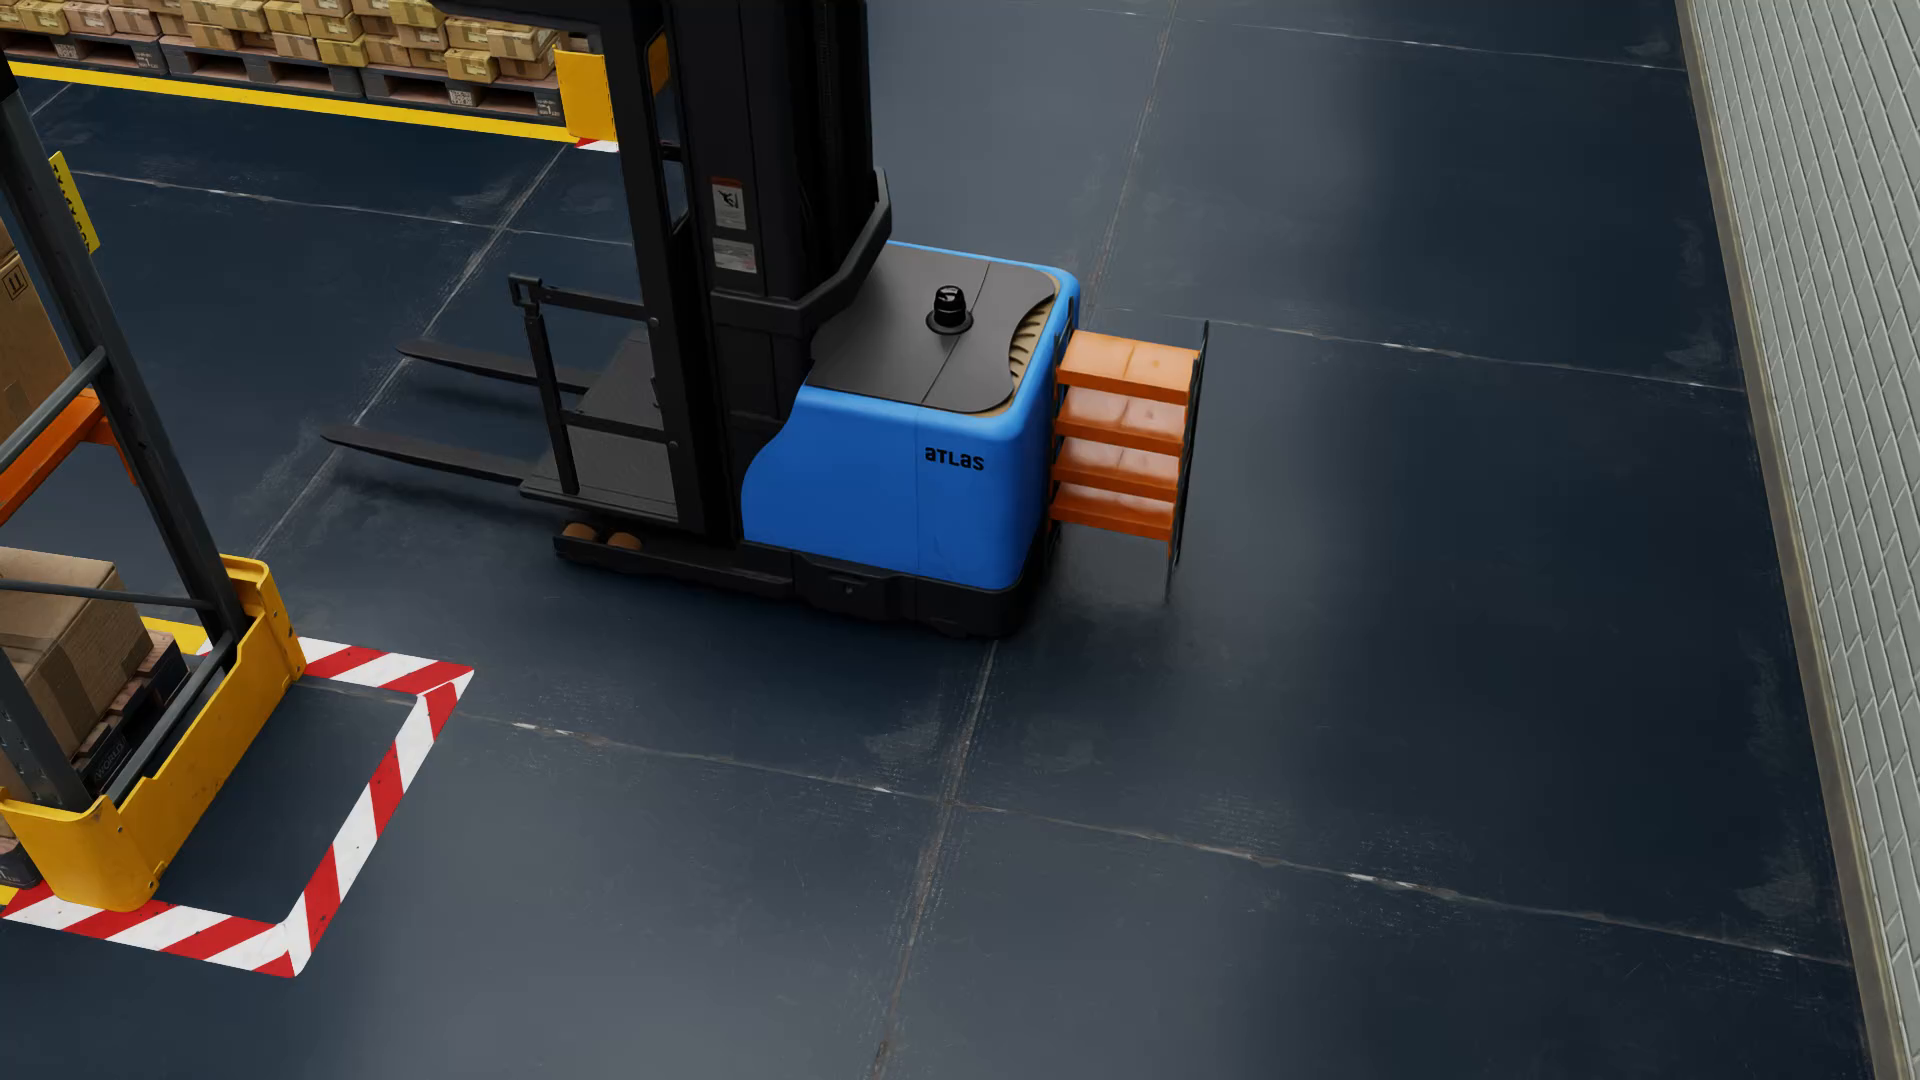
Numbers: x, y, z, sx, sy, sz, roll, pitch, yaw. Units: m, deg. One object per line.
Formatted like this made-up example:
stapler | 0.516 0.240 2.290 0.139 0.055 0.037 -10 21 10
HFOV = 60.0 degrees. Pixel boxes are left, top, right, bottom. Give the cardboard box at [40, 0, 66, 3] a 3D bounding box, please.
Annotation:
cardboard box | -5.135 -3.223 9.474 0.250 0.149 0.380 9 45 9

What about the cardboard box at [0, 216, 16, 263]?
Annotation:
cardboard box | -3.170 -0.932 4.762 0.500 0.500 0.500 8 44 8

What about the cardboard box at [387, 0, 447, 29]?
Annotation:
cardboard box | -2.867 -2.913 8.937 0.250 0.149 0.380 8 44 8

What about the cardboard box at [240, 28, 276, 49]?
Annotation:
cardboard box | -3.852 -2.936 9.390 0.250 0.149 0.380 10 45 10

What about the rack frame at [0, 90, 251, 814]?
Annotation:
rack frame | -2.764 -0.270 4.868 0.127 3.000 1.000 9 45 9

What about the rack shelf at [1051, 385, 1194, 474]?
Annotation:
rack shelf | 0.601 -0.421 6.097 0.480 0.148 0.258 11 45 12

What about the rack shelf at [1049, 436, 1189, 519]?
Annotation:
rack shelf | 0.601 -0.260 6.252 0.480 0.148 0.258 11 45 12

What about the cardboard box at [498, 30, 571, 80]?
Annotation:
cardboard box | -2.341 -2.698 9.143 0.250 0.149 0.380 10 45 10

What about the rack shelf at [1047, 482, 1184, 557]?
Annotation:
rack shelf | 0.601 -0.117 6.389 0.480 0.148 0.258 11 45 12

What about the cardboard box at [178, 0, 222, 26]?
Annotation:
cardboard box | -4.131 -3.029 9.273 0.250 0.149 0.380 9 45 9

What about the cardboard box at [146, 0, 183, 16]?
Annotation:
cardboard box | -4.363 -3.111 9.357 0.250 0.149 0.380 11 45 11

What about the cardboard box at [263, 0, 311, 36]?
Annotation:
cardboard box | -3.621 -2.952 9.193 0.250 0.149 0.380 11 45 11

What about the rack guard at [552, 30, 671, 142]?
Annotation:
rack guard | -1.856 -2.746 9.243 0.348 0.500 1.175 9 45 9

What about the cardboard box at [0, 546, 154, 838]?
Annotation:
cardboard box | -3.430 0.469 5.644 0.875 0.438 0.875 7 44 8

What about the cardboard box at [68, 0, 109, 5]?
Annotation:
cardboard box | -4.889 -3.211 9.461 0.250 0.149 0.380 9 45 9

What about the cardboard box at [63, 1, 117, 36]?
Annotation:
cardboard box | -4.886 -3.050 9.509 0.250 0.149 0.380 9 45 9

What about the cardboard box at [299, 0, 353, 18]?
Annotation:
cardboard box | -3.380 -2.998 9.026 0.250 0.149 0.380 10 45 11

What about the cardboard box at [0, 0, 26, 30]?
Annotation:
cardboard box | -5.400 -3.093 9.553 0.250 0.149 0.380 7 44 7

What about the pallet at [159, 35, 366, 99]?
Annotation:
pallet | -3.828 -2.975 9.689 1.213 0.211 1.003 9 45 9

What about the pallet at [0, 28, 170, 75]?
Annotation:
pallet | -5.022 -3.159 9.880 1.213 0.211 1.003 9 45 9

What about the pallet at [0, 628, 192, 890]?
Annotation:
pallet | -3.561 0.666 5.906 1.213 0.211 1.003 9 45 9

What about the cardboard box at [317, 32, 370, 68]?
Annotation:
cardboard box | -3.359 -2.792 9.240 0.250 0.149 0.380 7 44 7

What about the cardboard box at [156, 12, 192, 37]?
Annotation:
cardboard box | -4.358 -3.028 9.486 0.250 0.149 0.380 7 44 7

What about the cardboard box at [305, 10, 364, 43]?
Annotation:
cardboard box | -3.375 -2.901 9.139 0.250 0.149 0.380 9 45 10

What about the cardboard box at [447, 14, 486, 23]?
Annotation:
cardboard box | -2.586 -2.960 8.986 0.250 0.149 0.380 10 45 10

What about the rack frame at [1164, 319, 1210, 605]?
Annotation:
rack frame | 0.835 -0.261 6.156 0.015 1.200 0.240 11 45 12

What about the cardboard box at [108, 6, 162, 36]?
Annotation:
cardboard box | -4.628 -3.045 9.504 0.250 0.149 0.380 8 44 8

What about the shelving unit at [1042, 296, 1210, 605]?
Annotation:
shelving unit | 0.601 -0.308 6.205 0.503 1.200 0.258 11 45 12

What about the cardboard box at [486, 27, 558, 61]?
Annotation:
cardboard box | -2.359 -2.754 8.986 0.250 0.149 0.380 8 44 8

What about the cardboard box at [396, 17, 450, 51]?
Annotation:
cardboard box | -2.867 -2.831 9.067 0.250 0.149 0.380 7 44 7

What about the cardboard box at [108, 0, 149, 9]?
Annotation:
cardboard box | -4.626 -3.168 9.417 0.250 0.149 0.380 7 44 7

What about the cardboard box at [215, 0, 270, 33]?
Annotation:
cardboard box | -3.896 -2.975 9.216 0.250 0.149 0.380 9 45 9

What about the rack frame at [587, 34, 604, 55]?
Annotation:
rack frame | -1.782 -3.635 8.364 0.127 3.000 1.000 9 45 9

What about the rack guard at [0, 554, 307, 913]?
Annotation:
rack guard | -2.741 0.634 5.731 0.348 0.500 1.175 9 45 9

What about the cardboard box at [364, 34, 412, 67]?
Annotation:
cardboard box | -3.097 -2.795 9.244 0.250 0.149 0.380 9 45 9

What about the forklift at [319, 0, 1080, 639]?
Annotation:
forklift | -1.108 -1.262 5.947 3.031 2.935 1.130 11 45 12

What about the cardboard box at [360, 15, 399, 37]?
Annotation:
cardboard box | -3.106 -2.941 9.181 0.250 0.149 0.380 8 45 9

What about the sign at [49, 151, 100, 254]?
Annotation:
sign | -2.637 -0.985 4.929 0.005 0.325 0.100 9 45 9

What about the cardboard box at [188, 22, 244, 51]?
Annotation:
cardboard box | -4.125 -2.924 9.378 0.250 0.149 0.380 8 44 8

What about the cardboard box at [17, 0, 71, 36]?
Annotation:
cardboard box | -5.140 -3.052 9.511 0.250 0.149 0.380 10 45 10

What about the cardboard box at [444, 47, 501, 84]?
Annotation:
cardboard box | -2.614 -2.669 9.112 0.250 0.149 0.380 10 45 10

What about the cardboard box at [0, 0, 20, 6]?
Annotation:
cardboard box | -5.401 -3.201 9.451 0.250 0.149 0.380 11 45 11

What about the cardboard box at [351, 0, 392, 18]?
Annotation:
cardboard box | -3.106 -2.995 9.022 0.250 0.149 0.380 7 44 7

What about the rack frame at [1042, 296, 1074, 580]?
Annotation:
rack frame | 0.366 -0.355 6.254 0.015 1.200 0.240 11 45 12

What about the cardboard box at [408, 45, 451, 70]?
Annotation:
cardboard box | -2.853 -2.767 9.215 0.250 0.149 0.380 9 45 9

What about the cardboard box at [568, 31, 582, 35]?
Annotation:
cardboard box | -2.223 -3.056 9.515 0.250 0.149 0.380 10 45 10

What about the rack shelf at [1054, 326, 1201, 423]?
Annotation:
rack shelf | 0.601 -0.591 5.933 0.480 0.148 0.258 11 45 12

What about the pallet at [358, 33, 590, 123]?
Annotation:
pallet | -2.641 -2.789 9.496 1.213 0.211 1.003 9 45 9

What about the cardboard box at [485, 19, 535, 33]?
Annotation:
cardboard box | -2.354 -2.883 8.906 0.250 0.149 0.380 9 45 10

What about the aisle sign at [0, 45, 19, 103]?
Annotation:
aisle sign | -2.631 -1.392 4.159 0.004 0.787 0.394 9 45 9

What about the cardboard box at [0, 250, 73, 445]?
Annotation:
cardboard box | -3.170 -0.573 5.110 0.500 0.500 0.500 9 45 9

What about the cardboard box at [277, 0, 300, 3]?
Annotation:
cardboard box | -3.613 -3.113 9.145 0.250 0.149 0.380 7 44 8

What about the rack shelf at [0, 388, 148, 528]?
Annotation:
rack shelf | -4.716 -0.314 5.432 4.000 0.370 1.077 9 45 9

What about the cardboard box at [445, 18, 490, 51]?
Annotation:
cardboard box | -2.602 -2.830 9.065 0.250 0.149 0.380 8 44 8

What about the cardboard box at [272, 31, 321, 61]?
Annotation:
cardboard box | -3.622 -2.847 9.297 0.250 0.149 0.380 10 45 10
